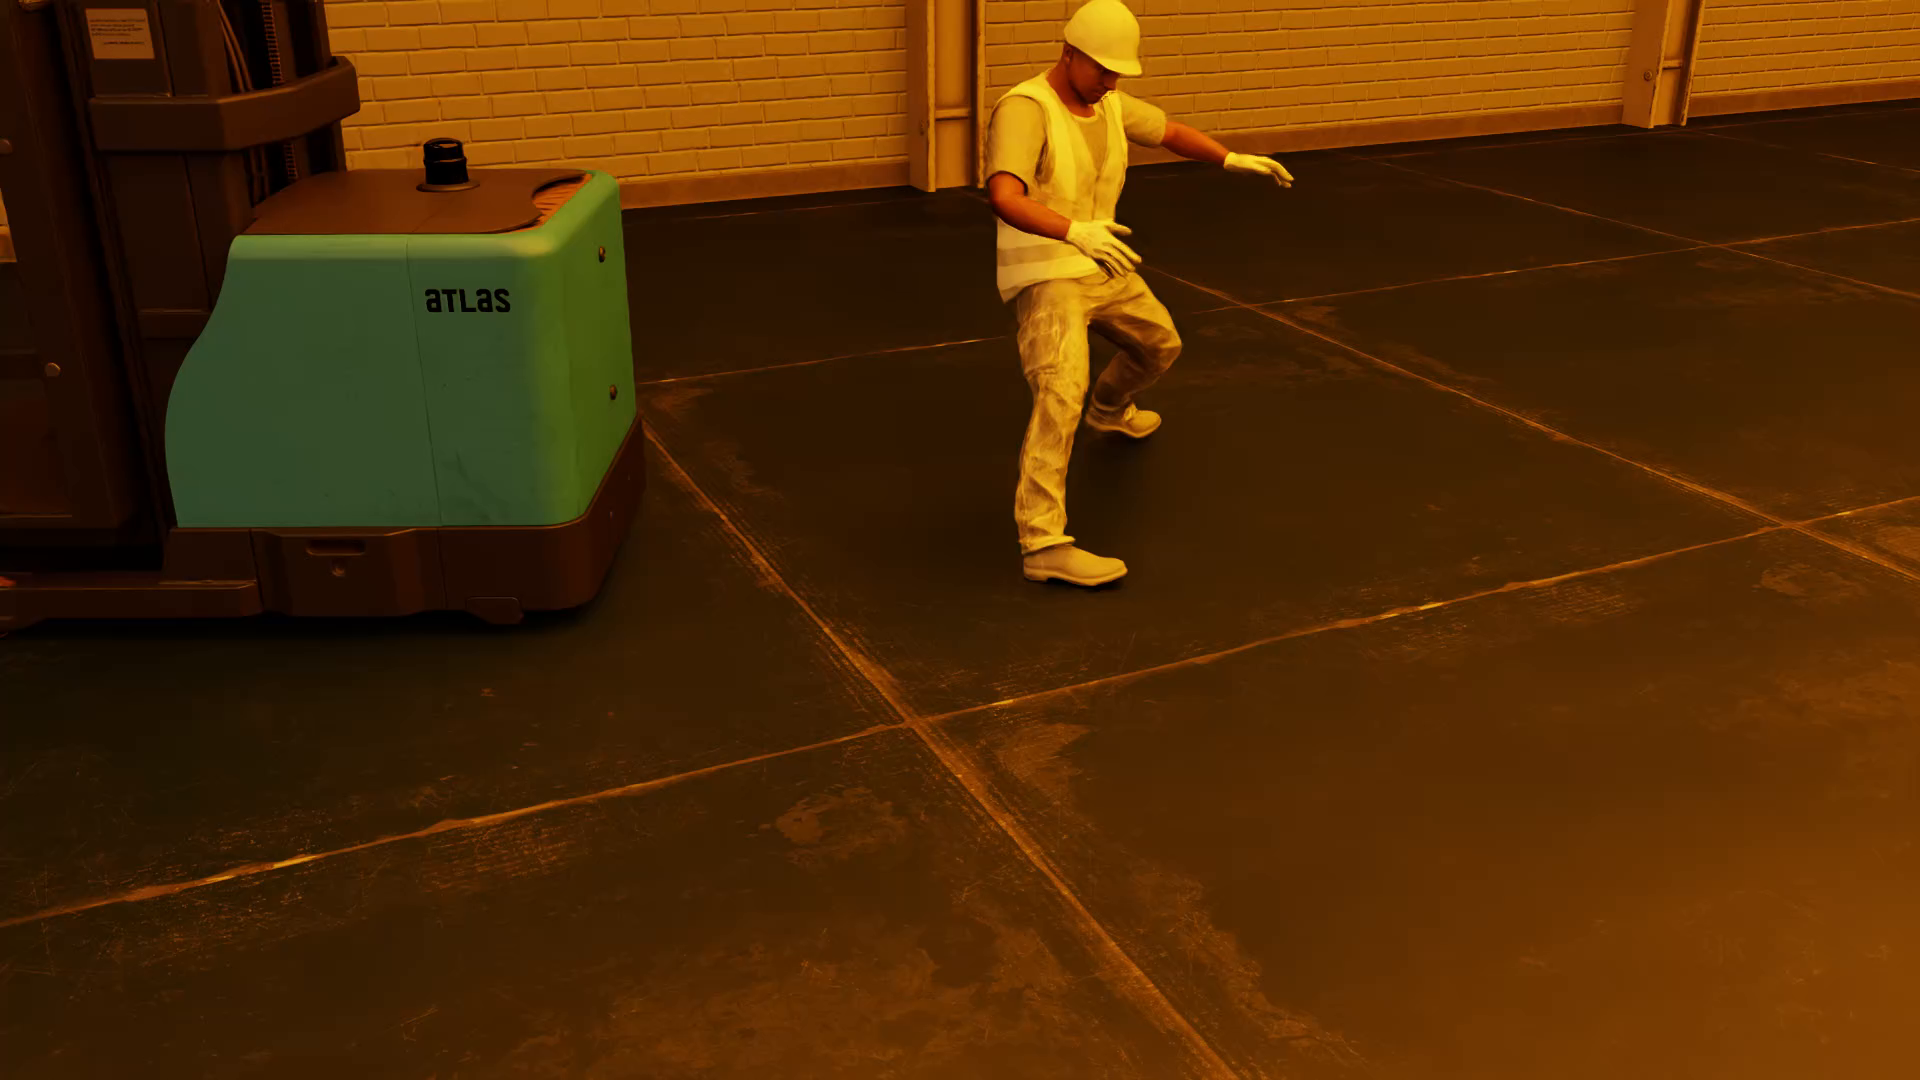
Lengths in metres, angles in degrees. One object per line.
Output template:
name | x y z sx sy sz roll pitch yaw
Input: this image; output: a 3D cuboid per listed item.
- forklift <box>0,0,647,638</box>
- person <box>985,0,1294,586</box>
forklift | -2.516 -1.292 4.397 3.031 2.935 1.130 0 23 -1
person | 0.487 -0.841 5.088 0.839 1.564 1.331 18 29 37
